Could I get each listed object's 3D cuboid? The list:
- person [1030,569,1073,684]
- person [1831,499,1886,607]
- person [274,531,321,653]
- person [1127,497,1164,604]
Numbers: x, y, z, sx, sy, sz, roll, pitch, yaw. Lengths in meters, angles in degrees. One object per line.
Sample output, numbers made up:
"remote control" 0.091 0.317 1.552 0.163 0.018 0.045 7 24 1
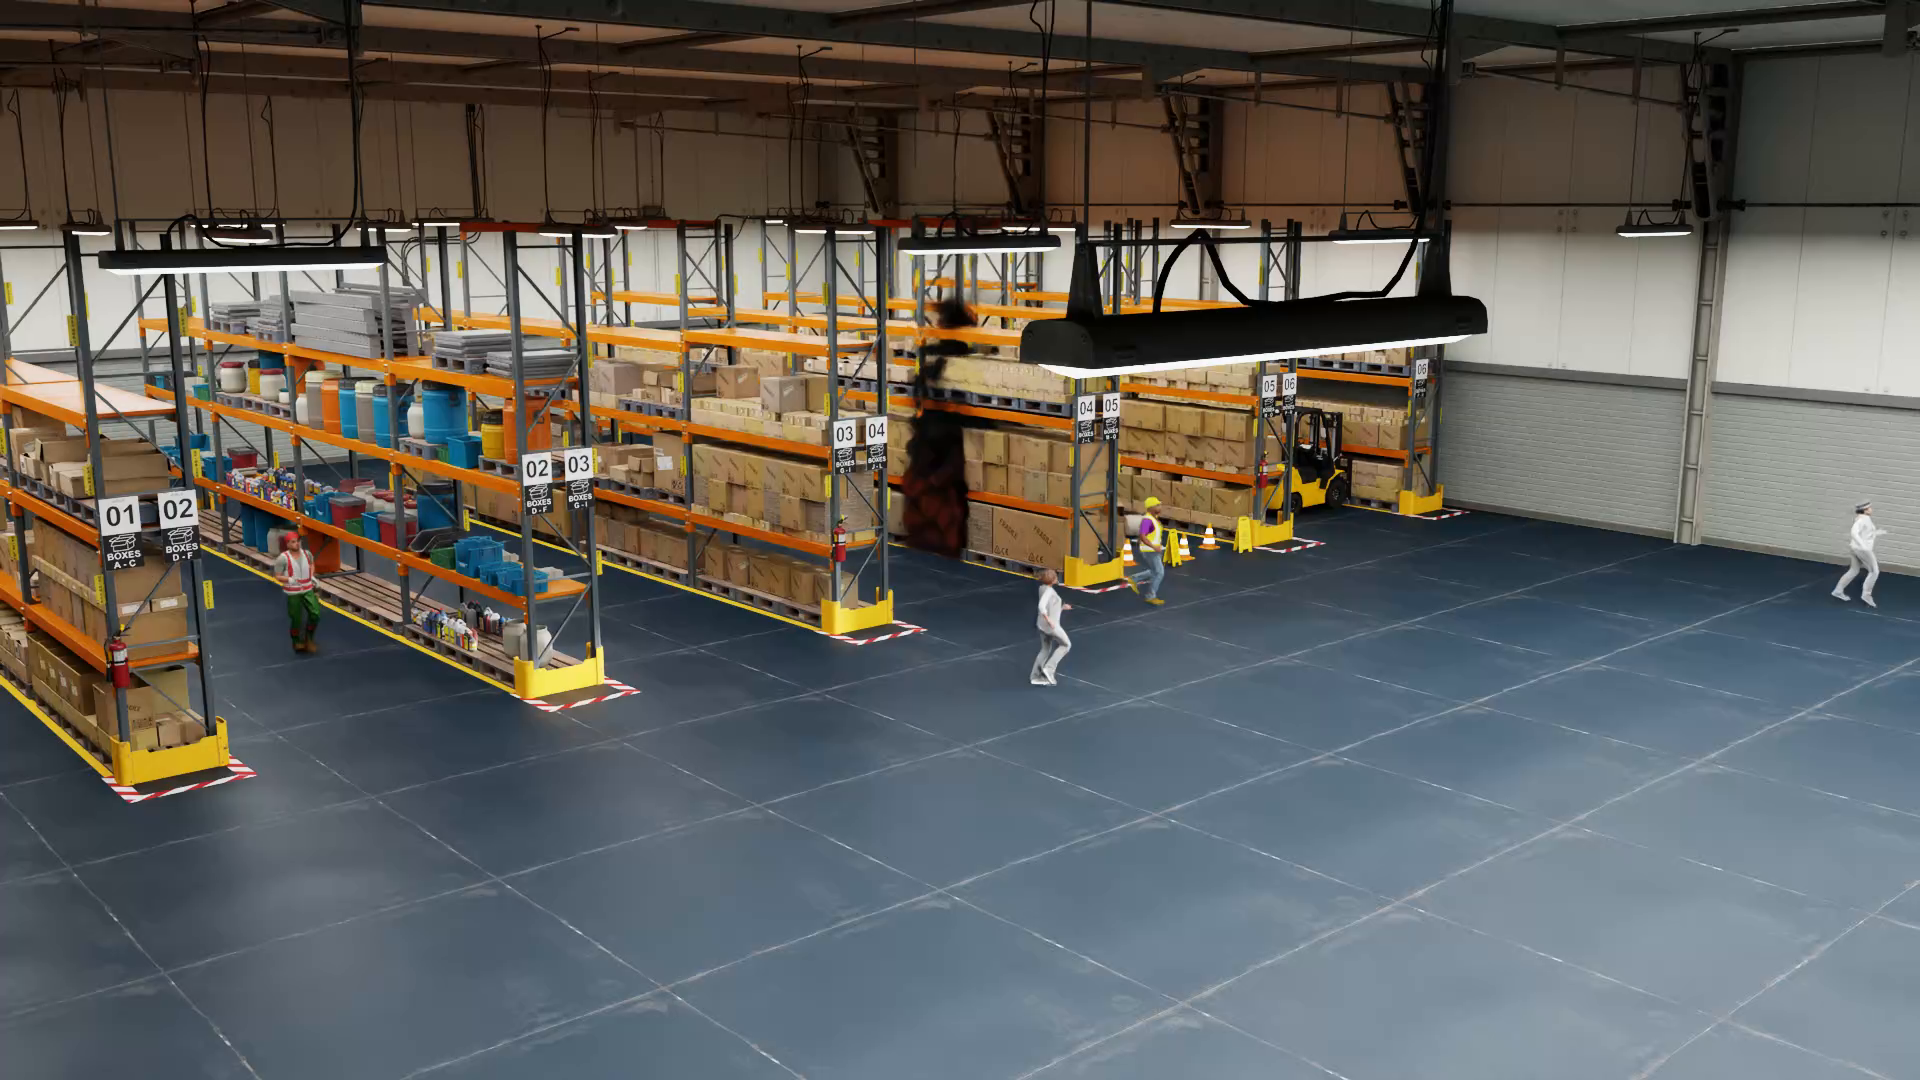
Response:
"person" 1.219 1.153 22.113 0.600 1.568 0.522 -4 12 -20
"person" 14.412 0.206 26.585 0.695 1.747 0.593 2 12 11
"person" -9.376 0.758 23.634 0.628 1.784 0.692 -10 15 -41
"person" 3.002 0.157 26.778 0.630 1.730 0.737 3 12 13
